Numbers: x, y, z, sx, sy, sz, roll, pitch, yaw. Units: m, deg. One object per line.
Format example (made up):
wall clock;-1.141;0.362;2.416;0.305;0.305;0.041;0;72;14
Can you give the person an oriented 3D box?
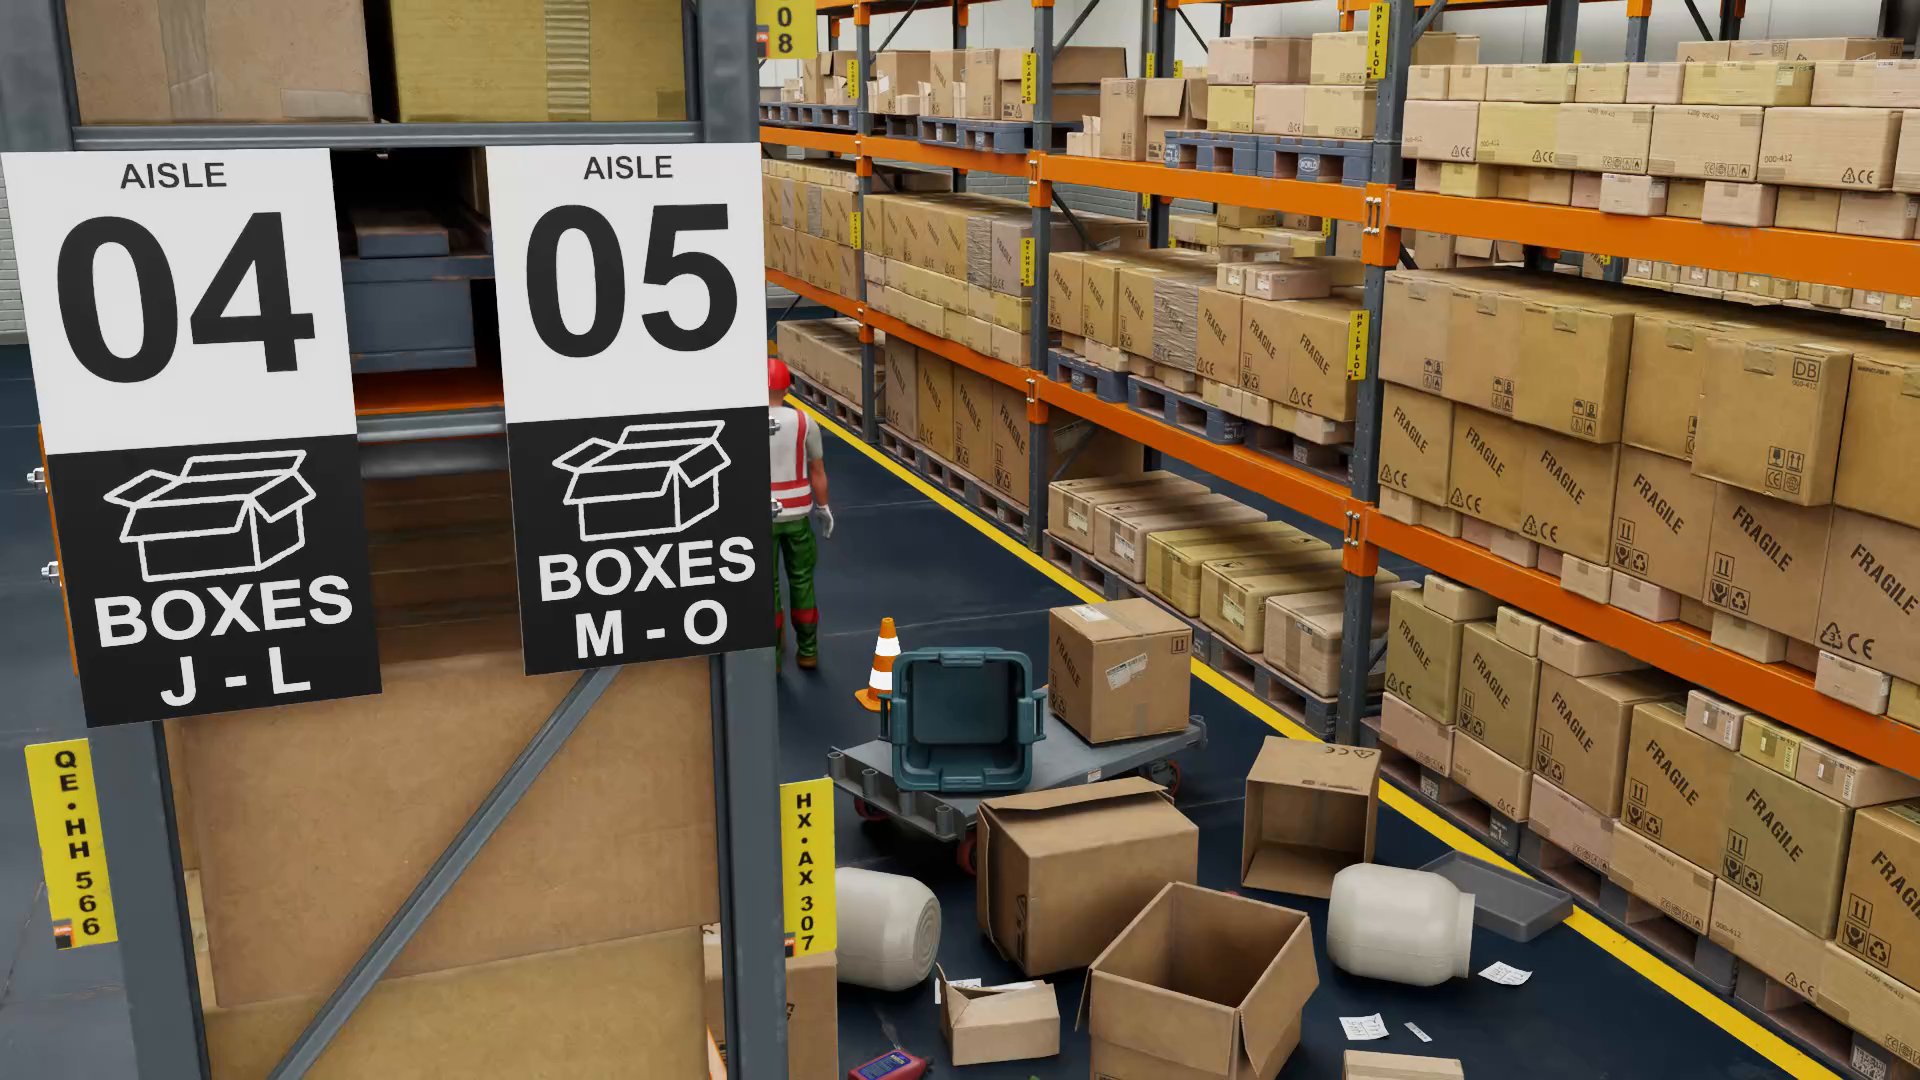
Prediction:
person;-1.019;-0.142;9.396;0.595;1.795;0.371;-5;16;-19
